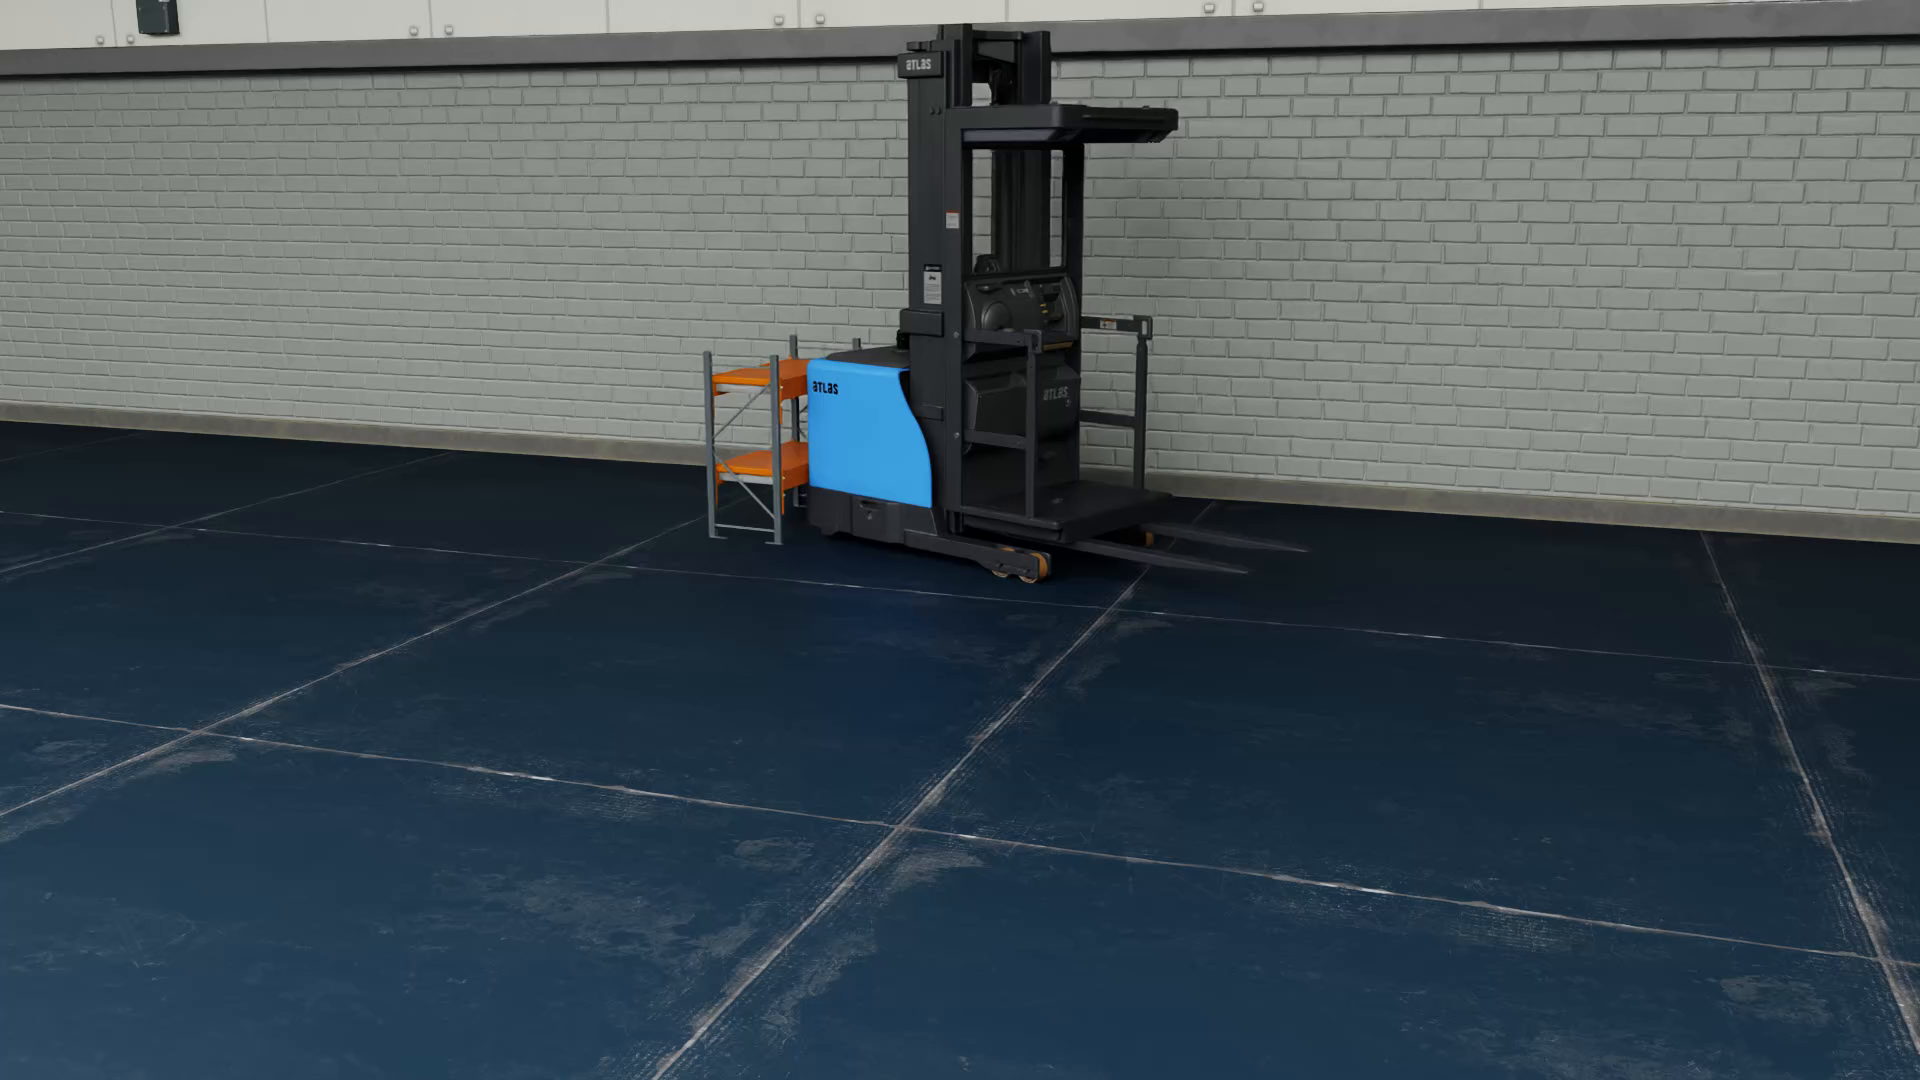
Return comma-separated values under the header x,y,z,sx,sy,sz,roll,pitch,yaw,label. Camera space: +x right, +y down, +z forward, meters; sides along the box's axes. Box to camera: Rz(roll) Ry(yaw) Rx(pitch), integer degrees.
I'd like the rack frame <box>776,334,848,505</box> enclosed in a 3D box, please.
x,y,z,sx,sy,sz,roll,pitch,yaw,label
-0.956,-0.769,10.828,0.500,1.125,0.032,5,14,21,rack frame

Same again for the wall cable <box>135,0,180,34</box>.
x,y,z,sx,sy,sz,roll,pitch,yaw,label
-5.387,-6.852,12.143,2.305,6.003,0.169,4,14,18,wall cable

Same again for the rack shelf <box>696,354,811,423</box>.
x,y,z,sx,sy,sz,roll,pitch,yaw,label
-1.143,-0.949,10.302,0.538,0.278,1.000,5,14,21,rack shelf

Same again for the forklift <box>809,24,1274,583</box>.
x,y,z,sx,sy,sz,roll,pitch,yaw,label
0.395,-1.322,9.192,1.130,2.935,3.031,-10,16,-38,forklift

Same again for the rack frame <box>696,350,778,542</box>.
x,y,z,sx,sy,sz,roll,pitch,yaw,label
-1.330,-0.558,9.906,0.500,1.125,0.032,5,14,21,rack frame

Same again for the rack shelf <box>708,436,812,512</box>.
x,y,z,sx,sy,sz,roll,pitch,yaw,label
-1.143,-0.425,10.422,0.538,0.278,1.000,5,14,21,rack shelf

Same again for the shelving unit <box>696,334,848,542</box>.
x,y,z,sx,sy,sz,roll,pitch,yaw,label
-1.143,-0.664,10.367,0.538,1.125,1.048,5,14,21,shelving unit
